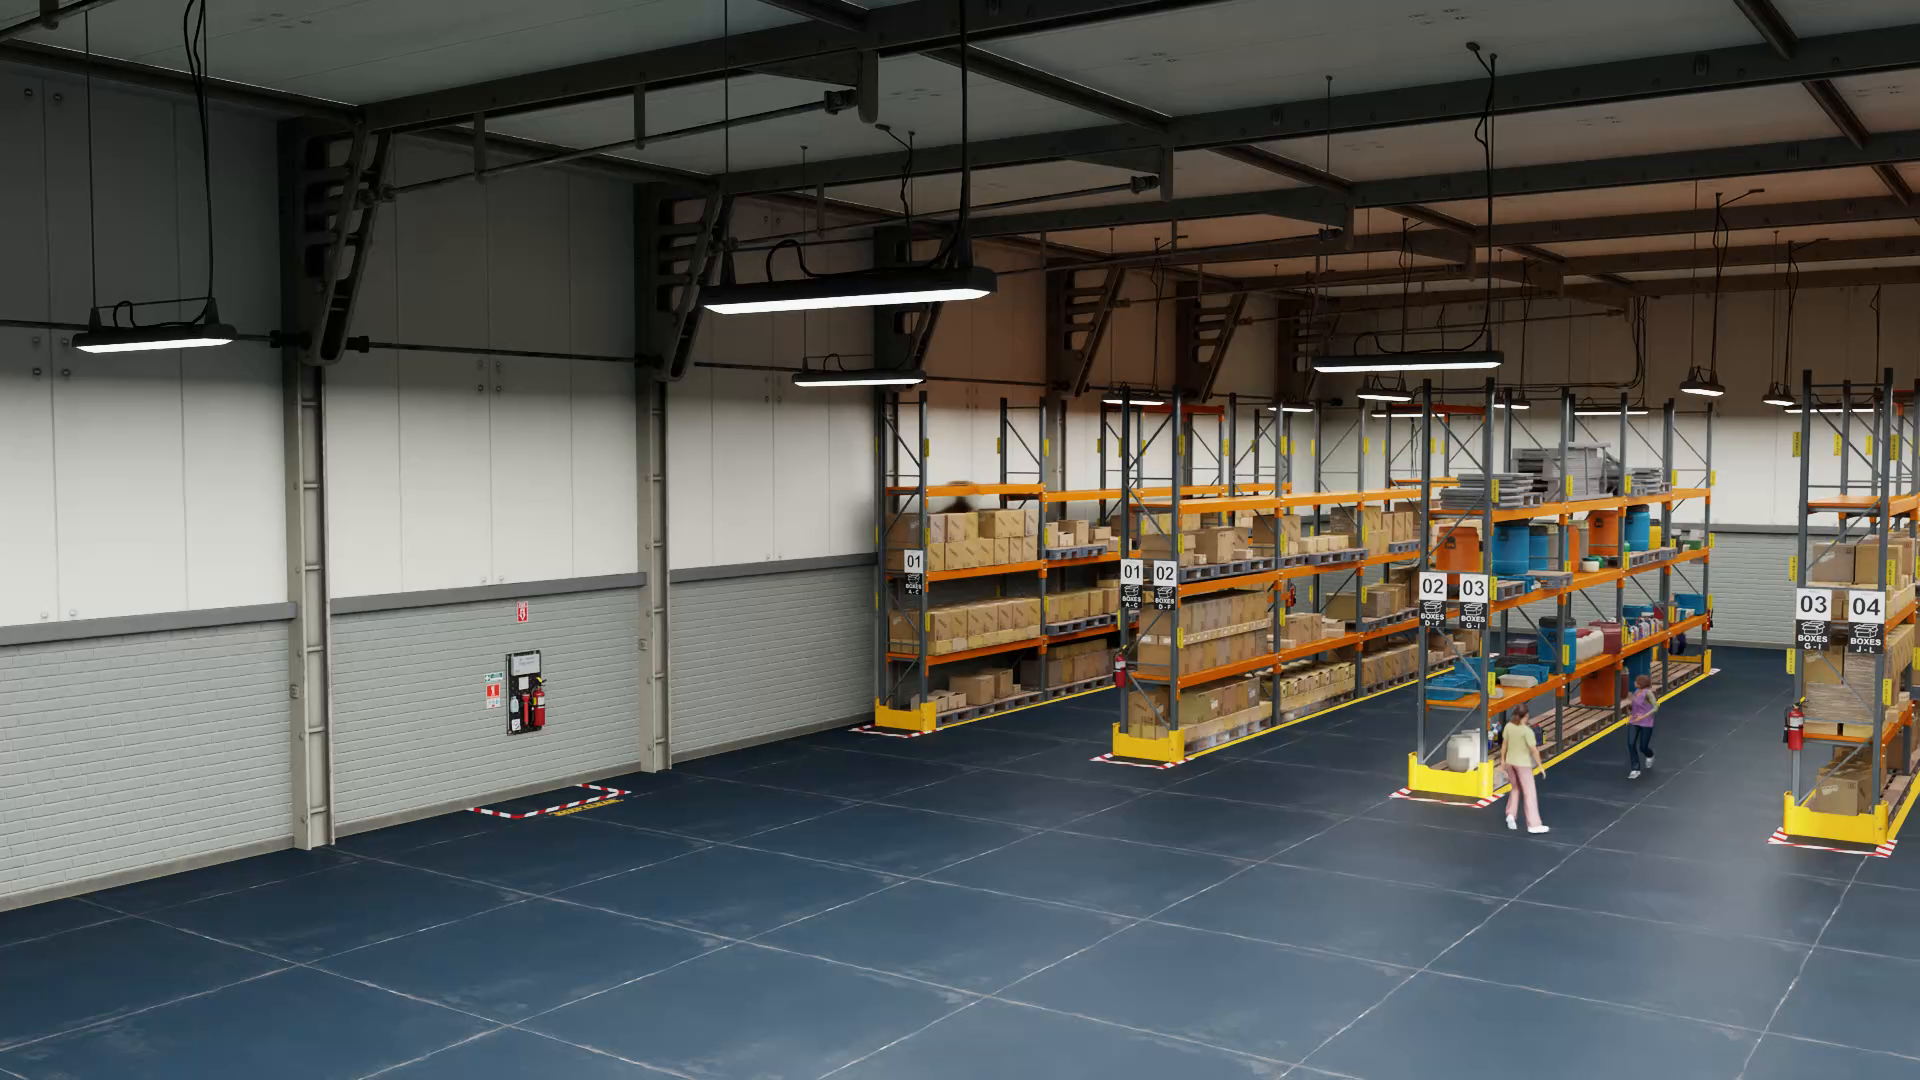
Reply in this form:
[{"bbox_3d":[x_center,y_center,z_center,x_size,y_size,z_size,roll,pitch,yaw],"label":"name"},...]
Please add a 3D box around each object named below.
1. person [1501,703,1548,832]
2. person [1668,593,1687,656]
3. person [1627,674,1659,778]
[{"bbox_3d":[7.345,2.953,21.634,0.534,1.672,0.567,-2,4,-29],"label":"person"},{"bbox_3d":[16.551,2.047,38.465,0.496,1.651,0.453,1,3,25],"label":"person"},{"bbox_3d":[10.464,2.826,25.349,0.463,1.581,0.669,3,4,41],"label":"person"}]
